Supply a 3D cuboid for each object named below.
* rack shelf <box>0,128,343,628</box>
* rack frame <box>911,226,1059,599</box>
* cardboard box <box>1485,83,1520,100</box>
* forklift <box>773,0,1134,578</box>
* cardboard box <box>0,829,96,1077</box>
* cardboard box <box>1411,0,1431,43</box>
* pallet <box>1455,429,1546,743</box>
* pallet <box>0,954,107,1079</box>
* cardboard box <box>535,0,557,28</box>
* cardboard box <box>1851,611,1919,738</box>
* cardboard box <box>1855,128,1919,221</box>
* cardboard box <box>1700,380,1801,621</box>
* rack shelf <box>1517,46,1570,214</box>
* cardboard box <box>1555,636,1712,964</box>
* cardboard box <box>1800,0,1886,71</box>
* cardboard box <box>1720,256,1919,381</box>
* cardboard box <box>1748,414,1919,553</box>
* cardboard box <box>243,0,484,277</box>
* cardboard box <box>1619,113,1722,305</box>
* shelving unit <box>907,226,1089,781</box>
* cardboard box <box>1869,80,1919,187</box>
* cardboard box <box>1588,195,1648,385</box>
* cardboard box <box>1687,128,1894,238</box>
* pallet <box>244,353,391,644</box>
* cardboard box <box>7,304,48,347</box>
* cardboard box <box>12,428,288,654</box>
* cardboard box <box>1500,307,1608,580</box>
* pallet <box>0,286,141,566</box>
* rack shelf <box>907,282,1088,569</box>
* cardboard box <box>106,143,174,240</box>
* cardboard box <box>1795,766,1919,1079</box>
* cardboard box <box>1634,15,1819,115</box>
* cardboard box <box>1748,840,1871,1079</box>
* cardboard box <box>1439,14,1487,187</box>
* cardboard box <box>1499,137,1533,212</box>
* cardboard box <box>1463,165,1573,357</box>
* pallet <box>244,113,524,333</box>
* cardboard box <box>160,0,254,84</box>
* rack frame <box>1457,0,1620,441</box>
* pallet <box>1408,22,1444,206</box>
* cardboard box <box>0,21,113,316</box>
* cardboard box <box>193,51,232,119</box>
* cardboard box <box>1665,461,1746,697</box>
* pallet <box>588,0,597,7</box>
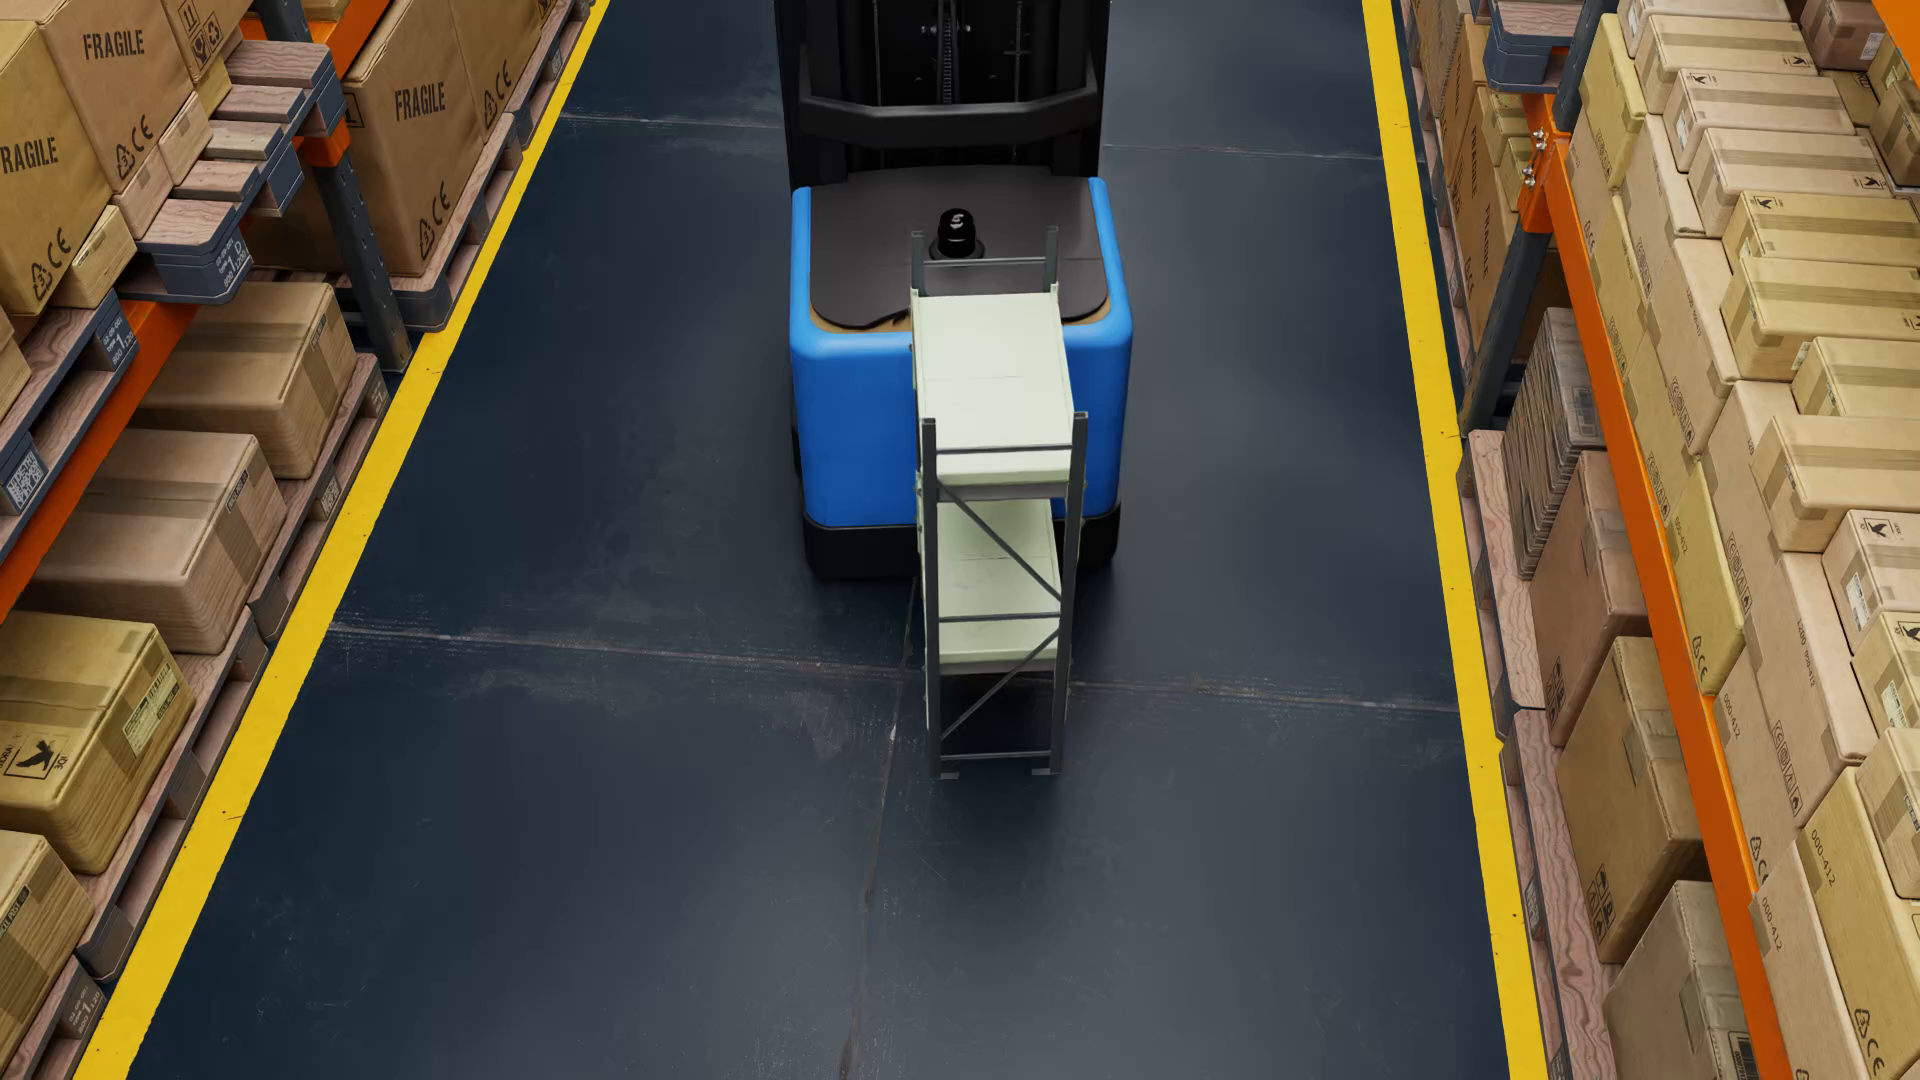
[{"bbox_3d":[-2.790,-0.006,4.210,1.077,0.370,4.000,4,48,4],"label":"rack shelf"},{"bbox_3d":[0.067,-0.326,5.031,0.400,1.500,0.023,-2,48,-2],"label":"rack frame"},{"bbox_3d":[2.191,-1.678,6.222,0.380,0.149,0.250,2,48,2],"label":"cardboard box"},{"bbox_3d":[-0.072,-1.945,5.543,1.130,2.935,3.031,-2,48,-2],"label":"forklift"},{"bbox_3d":[-2.864,1.052,4.251,0.950,0.372,0.625,7,48,6],"label":"cardboard box"},{"bbox_3d":[2.344,-2.526,7.437,0.500,0.500,0.500,3,48,2],"label":"cardboard box"},{"bbox_3d":[2.222,0.156,5.464,1.003,0.211,1.213,4,48,4],"label":"pallet"},{"bbox_3d":[-2.902,1.590,4.153,1.003,0.211,1.213,4,48,4],"label":"pallet"},{"bbox_3d":[-2.294,-2.957,7.577,0.875,0.875,0.875,5,48,5],"label":"cardboard box"},{"bbox_3d":[1.840,0.276,2.958,0.380,0.149,0.250,3,48,3],"label":"cardboard box"},{"bbox_3d":[2.527,-0.781,4.194,0.500,0.250,0.500,4,48,4],"label":"cardboard box"},{"bbox_3d":[1.918,-0.068,3.542,0.500,0.250,0.500,4,48,4],"label":"cardboard box"},{"bbox_3d":[2.518,-2.614,6.596,1.077,0.370,4.000,4,48,4],"label":"rack shelf"},{"bbox_3d":[2.153,0.705,4.397,0.875,0.625,0.625,2,48,2],"label":"cardboard box"},{"bbox_3d":[2.508,-1.388,4.479,0.380,0.149,0.250,5,48,5],"label":"cardboard box"},{"bbox_3d":[1.907,-0.477,3.646,0.380,0.149,0.250,5,48,4],"label":"cardboard box"},{"bbox_3d":[1.816,-0.108,3.308,0.380,0.149,0.250,3,48,2],"label":"cardboard box"},{"bbox_3d":[-2.462,-1.645,6.377,0.875,0.875,0.875,3,48,3],"label":"cardboard box"},{"bbox_3d":[2.006,-0.828,4.238,0.500,0.250,0.500,5,48,5],"label":"cardboard box"},{"bbox_3d":[0.088,-0.056,4.785,0.431,1.500,0.755,-2,48,-2],"label":"shelving unit"},{"bbox_3d":[2.511,-1.002,4.126,0.380,0.149,0.250,4,48,3],"label":"cardboard box"},{"bbox_3d":[2.001,-0.658,4.421,0.500,0.250,0.500,3,48,3],"label":"cardboard box"},{"bbox_3d":[1.982,-0.846,3.984,0.380,0.149,0.250,4,48,4],"label":"cardboard box"},{"bbox_3d":[-2.680,-0.203,5.793,1.003,0.211,1.213,4,48,4],"label":"pallet"},{"bbox_3d":[-2.524,-0.565,4.120,0.380,0.149,0.250,4,48,4],"label":"cardboard box"},{"bbox_3d":[-2.728,-0.016,5.228,0.950,0.372,0.625,3,48,3],"label":"cardboard box"},{"bbox_3d":[2.266,-0.270,5.289,0.875,0.625,0.625,5,48,5],"label":"cardboard box"},{"bbox_3d":[-2.747,-0.197,4.027,1.003,0.211,1.213,4,48,4],"label":"pallet"},{"bbox_3d":[0.088,-0.319,4.497,0.431,0.370,0.720,-2,48,-2],"label":"rack shelf"},{"bbox_3d":[-2.364,-0.944,4.467,0.380,0.149,0.250,2,48,2],"label":"cardboard box"},{"bbox_3d":[1.801,0.677,2.861,0.500,0.250,0.500,3,48,3],"label":"cardboard box"},{"bbox_3d":[1.991,-1.230,4.335,0.380,0.149,0.250,5,48,4],"label":"cardboard box"},{"bbox_3d":[1.797,0.845,3.046,0.500,0.250,0.500,4,48,3],"label":"cardboard box"},{"bbox_3d":[2.262,-1.763,6.739,0.500,0.500,0.500,6,48,5],"label":"cardboard box"},{"bbox_3d":[2.129,-1.285,5.862,0.380,0.149,0.250,2,48,2],"label":"cardboard box"},{"bbox_3d":[2.161,-1.011,6.051,0.500,0.500,0.500,5,48,5],"label":"cardboard box"},{"bbox_3d":[-2.460,-1.352,6.843,1.003,0.211,1.213,4,48,4],"label":"pallet"},{"bbox_3d":[-2.372,-1.642,4.665,0.500,0.500,0.500,3,48,2],"label":"cardboard box"},{"bbox_3d":[2.336,-1.388,4.986,1.000,3.000,0.127,4,48,4],"label":"rack frame"},{"bbox_3d":[2.556,-1.887,7.333,1.003,0.211,1.213,4,48,4],"label":"pallet"},{"bbox_3d":[-2.453,-0.890,3.977,0.500,0.500,0.500,1,48,1],"label":"cardboard box"},{"bbox_3d":[-2.355,-1.317,4.807,0.380,0.149,0.250,5,48,4],"label":"cardboard box"},{"bbox_3d":[1.913,0.102,3.726,0.500,0.250,0.500,5,48,5],"label":"cardboard box"},{"bbox_3d":[-2.238,-3.145,8.483,1.003,0.211,1.213,4,48,4],"label":"pallet"}]
